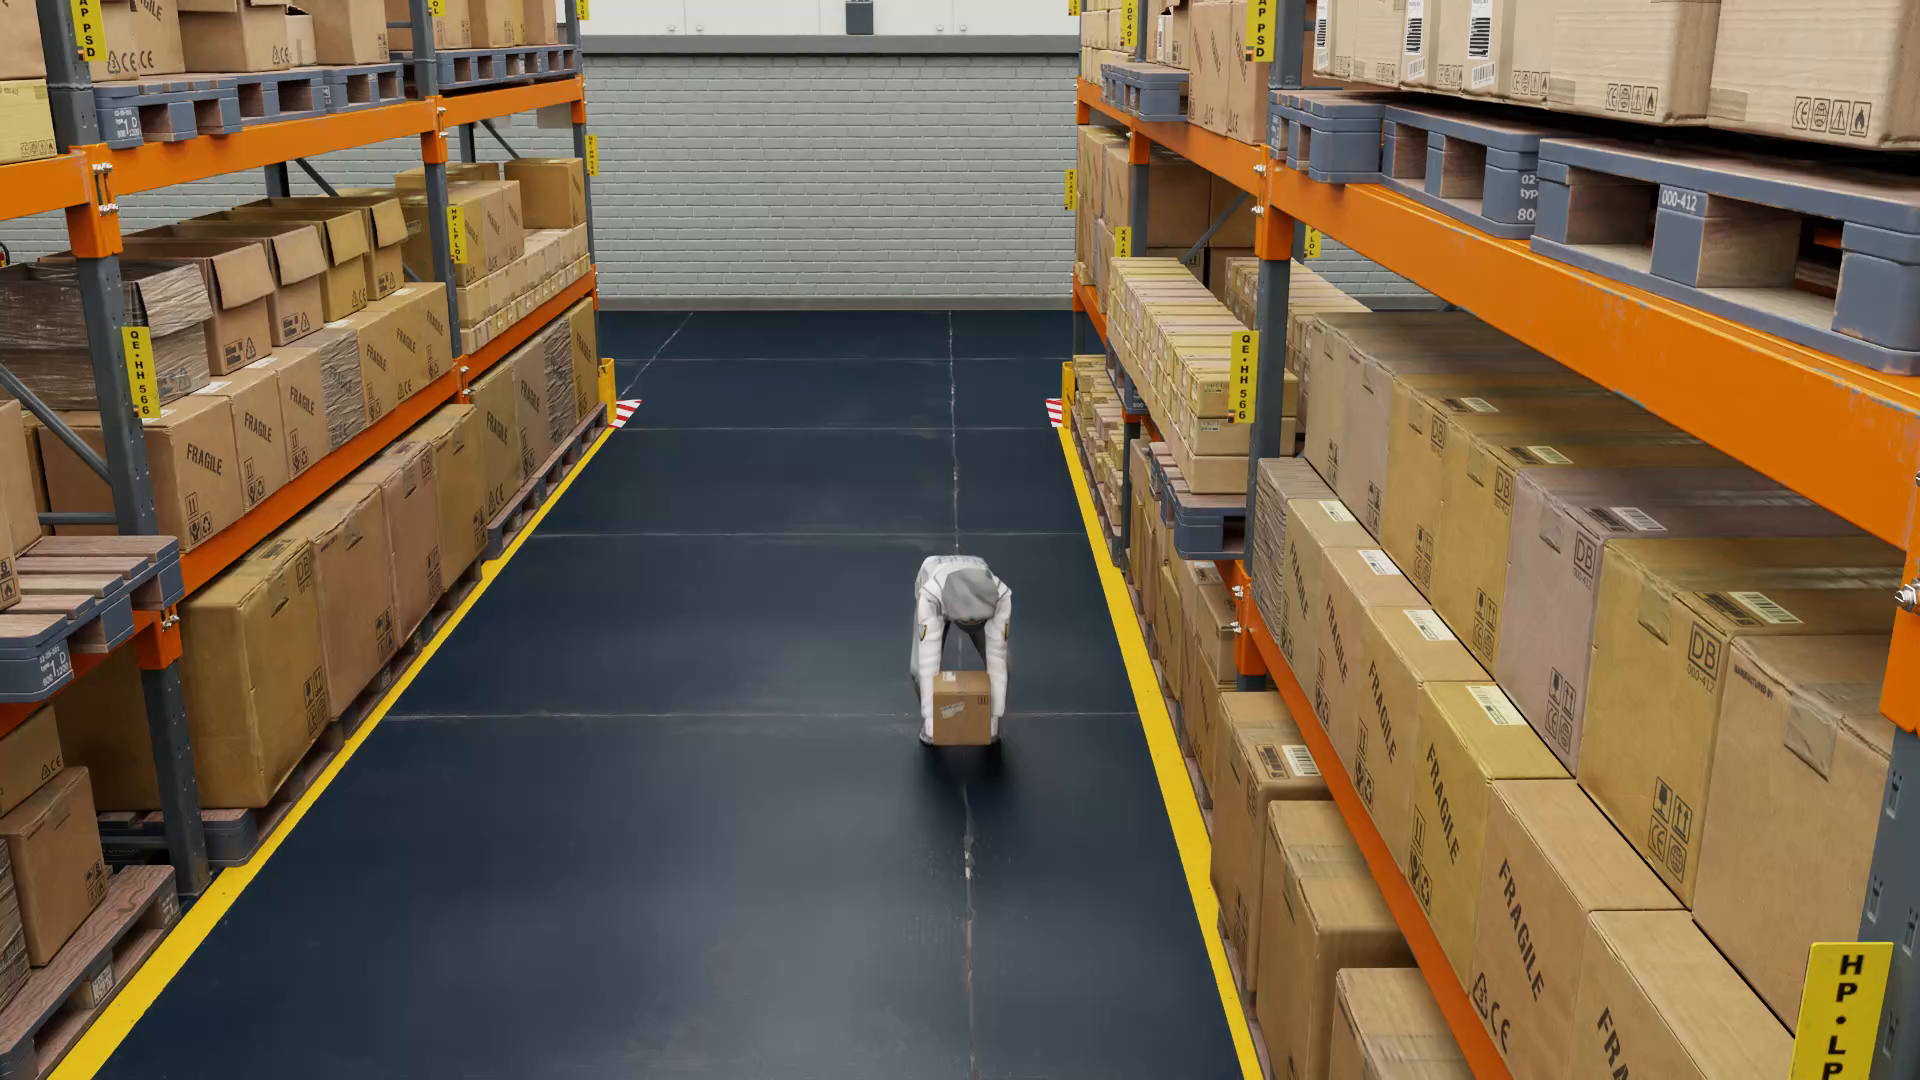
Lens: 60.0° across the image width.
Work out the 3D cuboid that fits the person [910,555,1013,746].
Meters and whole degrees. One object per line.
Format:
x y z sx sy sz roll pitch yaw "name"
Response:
0.008 0.506 7.558 0.467 0.991 0.917 -1 17 -4 "person"
